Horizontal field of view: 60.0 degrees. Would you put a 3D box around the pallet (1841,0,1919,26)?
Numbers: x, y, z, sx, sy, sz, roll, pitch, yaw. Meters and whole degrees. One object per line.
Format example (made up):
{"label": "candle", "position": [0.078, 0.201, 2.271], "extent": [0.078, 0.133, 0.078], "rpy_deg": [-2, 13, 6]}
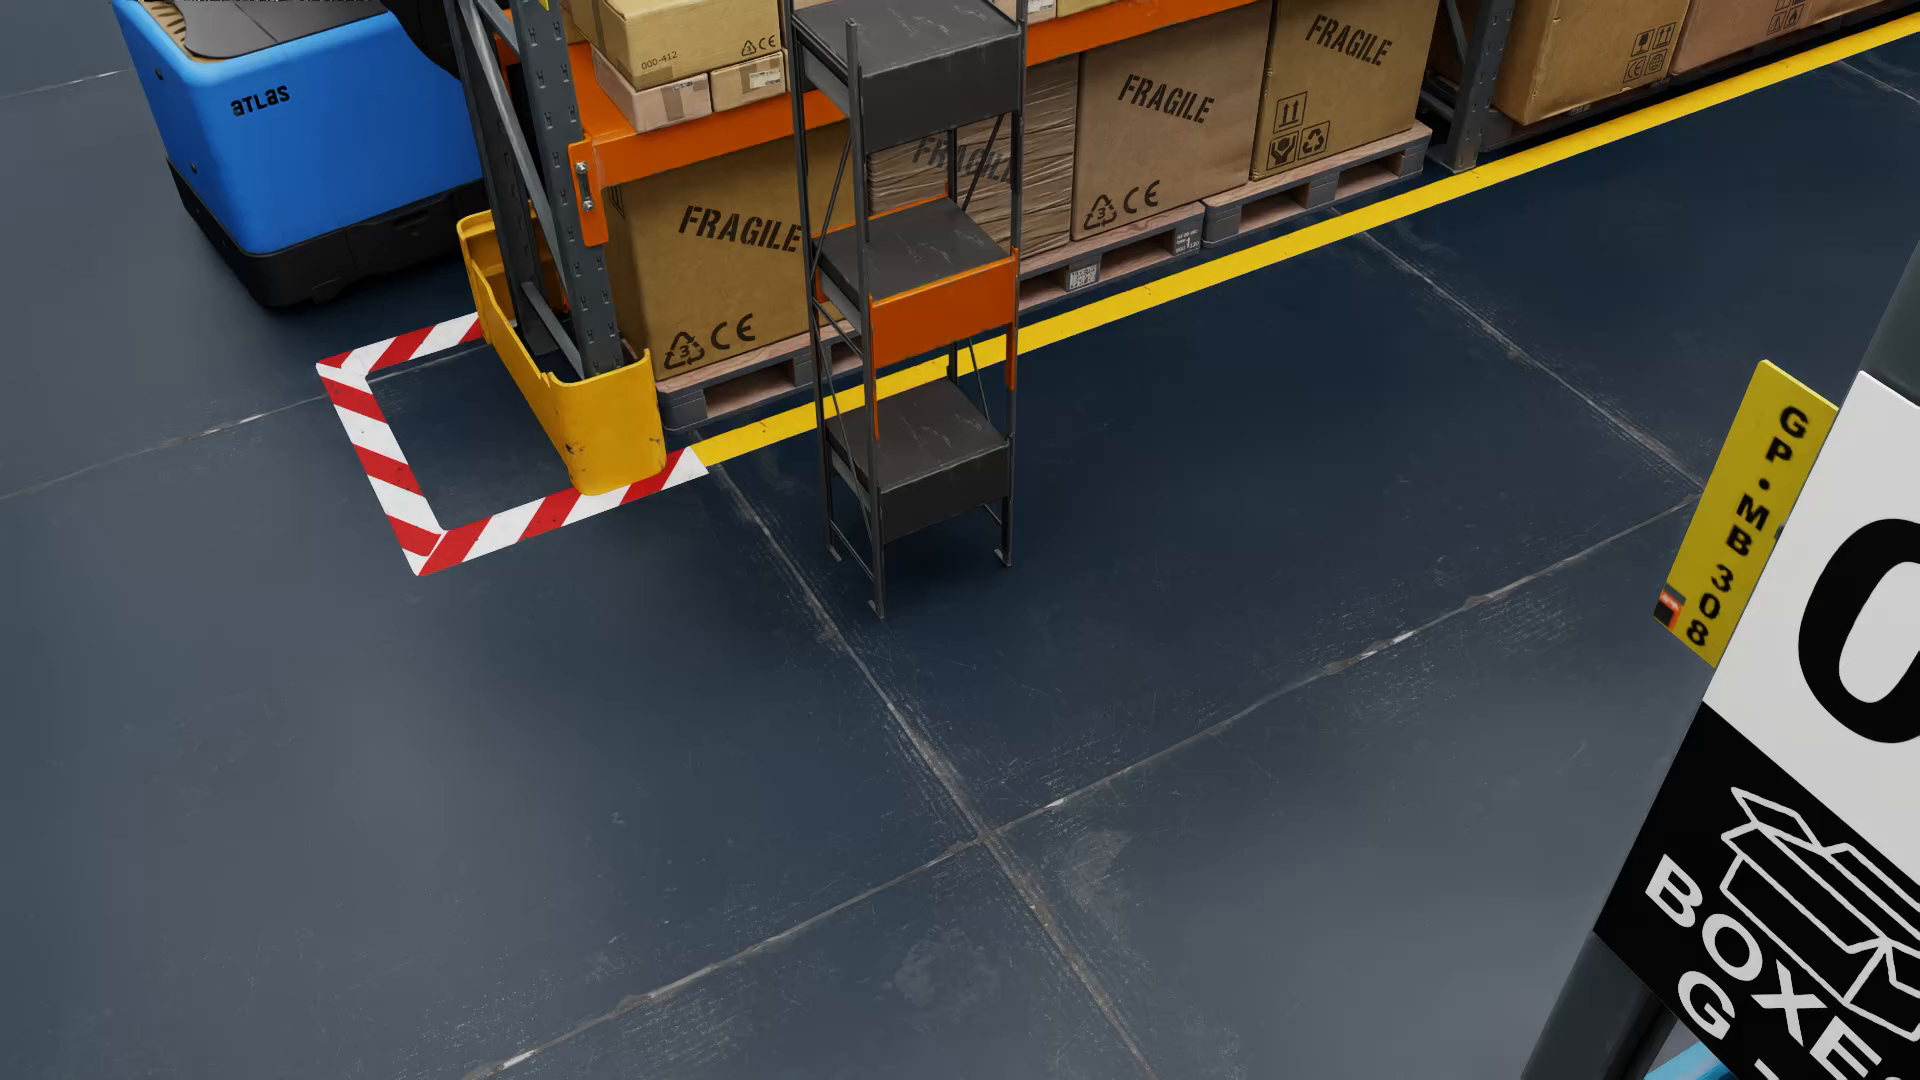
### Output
{"label": "pallet", "position": [4.759, -3.183, 8.879], "extent": [1.213, 0.211, 1.003], "rpy_deg": [-22, 48, -21]}

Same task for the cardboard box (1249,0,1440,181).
{"label": "cardboard box", "position": [1.399, -2.232, 7.120], "extent": [0.875, 0.875, 0.875], "rpy_deg": [-22, 48, -21]}

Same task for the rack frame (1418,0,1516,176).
{"label": "rack frame", "position": [2.011, -3.024, 6.713], "extent": [0.127, 3.000, 1.000], "rpy_deg": [-22, 48, -21]}

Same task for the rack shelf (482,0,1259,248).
{"label": "rack shelf", "position": [0.277, -2.072, 6.248], "extent": [4.000, 0.370, 1.077], "rpy_deg": [-22, 48, -21]}

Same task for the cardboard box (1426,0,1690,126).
{"label": "cardboard box", "position": [2.556, -2.647, 7.548], "extent": [0.875, 0.875, 1.225], "rpy_deg": [-22, 48, -21]}

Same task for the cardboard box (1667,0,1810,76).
{"label": "cardboard box", "position": [3.331, -2.957, 7.867], "extent": [0.875, 0.875, 1.225], "rpy_deg": [-23, 49, -22]}

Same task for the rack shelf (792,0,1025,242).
{"label": "rack shelf", "position": [-0.144, -1.189, 4.482], "extent": [0.480, 0.518, 0.431], "rpy_deg": [-22, 48, -21]}

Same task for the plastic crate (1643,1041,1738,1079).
{"label": "plastic crate", "position": [1.208, 1.091, 2.403], "extent": [0.499, 0.435, 0.616], "rpy_deg": [-22, 48, -21]}

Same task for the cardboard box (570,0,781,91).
{"label": "cardboard box", "position": [-0.906, -1.693, 5.235], "extent": [0.500, 0.250, 0.500], "rpy_deg": [-23, 49, -22]}

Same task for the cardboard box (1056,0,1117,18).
{"label": "cardboard box", "position": [0.348, -2.005, 5.842], "extent": [0.250, 0.149, 0.380], "rpy_deg": [-23, 49, -22]}

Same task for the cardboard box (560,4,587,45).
{"label": "cardboard box", "position": [-1.312, -1.869, 5.702], "extent": [0.250, 0.149, 0.380], "rpy_deg": [-21, 48, -20]}

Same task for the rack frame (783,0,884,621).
{"label": "rack frame", "position": [-0.355, -0.611, 4.872], "extent": [0.015, 2.100, 0.400], "rpy_deg": [-22, 48, -21]}

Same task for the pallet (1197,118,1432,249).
{"label": "pallet", "position": [1.313, -1.807, 7.461], "extent": [1.213, 0.211, 1.003], "rpy_deg": [-22, 48, -21]}

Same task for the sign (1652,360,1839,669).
{"label": "sign", "position": [0.722, -0.011, 1.529], "extent": [0.005, 0.325, 0.100], "rpy_deg": [-22, 48, -21]}

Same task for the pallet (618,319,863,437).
{"label": "pallet", "position": [-0.803, -0.961, 6.588], "extent": [1.213, 0.211, 1.003], "rpy_deg": [-22, 48, -21]}

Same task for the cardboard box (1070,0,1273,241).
{"label": "cardboard box", "position": [0.619, -1.920, 6.798], "extent": [0.875, 0.875, 0.875], "rpy_deg": [-22, 48, -21]}

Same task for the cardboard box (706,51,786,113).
{"label": "cardboard box", "position": [-0.763, -1.560, 5.384], "extent": [0.250, 0.149, 0.380], "rpy_deg": [-22, 48, -22]}

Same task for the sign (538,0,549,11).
{"label": "sign", "position": [-1.186, -1.638, 4.606], "extent": [0.005, 0.325, 0.100], "rpy_deg": [-22, 48, -21]}

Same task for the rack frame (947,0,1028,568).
{"label": "rack frame", "position": [0.068, -0.781, 5.047], "extent": [0.015, 2.100, 0.400], "rpy_deg": [-22, 48, -21]}

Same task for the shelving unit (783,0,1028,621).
{"label": "shelving unit", "position": [-0.144, -0.696, 4.960], "extent": [0.503, 2.100, 0.431], "rpy_deg": [-22, 48, -21]}

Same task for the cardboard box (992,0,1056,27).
{"label": "cardboard box", "position": [0.129, -1.918, 5.753], "extent": [0.250, 0.149, 0.380], "rpy_deg": [-22, 48, -21]}

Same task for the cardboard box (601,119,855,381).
{"label": "cardboard box", "position": [-0.942, -1.295, 6.155], "extent": [0.875, 0.875, 0.875], "rpy_deg": [-22, 48, -21]}

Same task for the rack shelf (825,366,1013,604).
{"label": "rack shelf", "position": [-0.144, -0.184, 5.457], "extent": [0.480, 0.518, 0.431], "rpy_deg": [-22, 48, -21]}

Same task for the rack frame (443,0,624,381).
{"label": "rack frame", "position": [-1.457, -1.637, 5.283], "extent": [0.127, 3.000, 1.000], "rpy_deg": [-22, 48, -21]}

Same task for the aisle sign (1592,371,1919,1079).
{"label": "aisle sign", "position": [0.802, 0.269, 1.452], "extent": [0.004, 0.787, 0.394], "rpy_deg": [-22, 48, -21]}

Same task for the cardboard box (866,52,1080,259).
{"label": "cardboard box", "position": [-0.153, -1.611, 6.480], "extent": [0.875, 0.875, 0.875], "rpy_deg": [-22, 48, -21]}

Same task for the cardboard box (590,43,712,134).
{"label": "cardboard box", "position": [-0.985, -1.470, 5.292], "extent": [0.250, 0.149, 0.380], "rpy_deg": [-21, 48, -21]}

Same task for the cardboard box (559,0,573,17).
{"label": "cardboard box", "position": [-1.169, -2.018, 5.570], "extent": [0.500, 0.250, 0.500], "rpy_deg": [-23, 48, -22]}

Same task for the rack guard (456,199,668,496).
{"label": "rack guard", "position": [-1.478, -0.731, 6.144], "extent": [0.348, 0.500, 1.175], "rpy_deg": [-22, 48, -21]}

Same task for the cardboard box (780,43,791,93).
{"label": "cardboard box", "position": [-0.541, -1.649, 5.476], "extent": [0.250, 0.149, 0.380], "rpy_deg": [-23, 49, -22]}

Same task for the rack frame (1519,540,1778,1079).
{"label": "rack frame", "position": [1.011, 1.354, 2.201], "extent": [0.127, 3.000, 1.000], "rpy_deg": [-22, 48, -21]}

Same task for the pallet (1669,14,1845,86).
{"label": "pallet", "position": [3.702, -2.763, 8.445], "extent": [1.213, 0.211, 1.003], "rpy_deg": [-22, 48, -21]}

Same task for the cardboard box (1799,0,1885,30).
{"label": "cardboard box", "position": [4.094, -3.269, 8.189], "extent": [0.875, 0.875, 1.225], "rpy_deg": [-22, 48, -21]}

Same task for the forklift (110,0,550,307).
{"label": "forklift", "position": [-1.854, -2.828, 6.559], "extent": [3.031, 2.935, 1.130], "rpy_deg": [-28, 51, -26]}

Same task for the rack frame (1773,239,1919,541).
{"label": "rack frame", "position": [1.011, -0.799, 0.111], "extent": [0.127, 3.000, 1.000], "rpy_deg": [-22, 48, -21]}

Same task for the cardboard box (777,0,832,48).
{"label": "cardboard box", "position": [-0.459, -1.877, 5.425], "extent": [0.500, 0.250, 0.500], "rpy_deg": [-22, 48, -21]}

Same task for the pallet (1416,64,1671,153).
{"label": "pallet", "position": [2.643, -2.337, 8.006], "extent": [1.213, 0.211, 1.003], "rpy_deg": [-22, 48, -21]}

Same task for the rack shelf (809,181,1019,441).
{"label": "rack shelf", "position": [-0.144, -0.686, 4.969], "extent": [0.480, 0.518, 0.431], "rpy_deg": [-22, 48, -21]}

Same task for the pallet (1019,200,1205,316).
{"label": "pallet", "position": [0.254, -1.381, 7.021], "extent": [1.213, 0.211, 1.003], "rpy_deg": [-22, 48, -21]}
